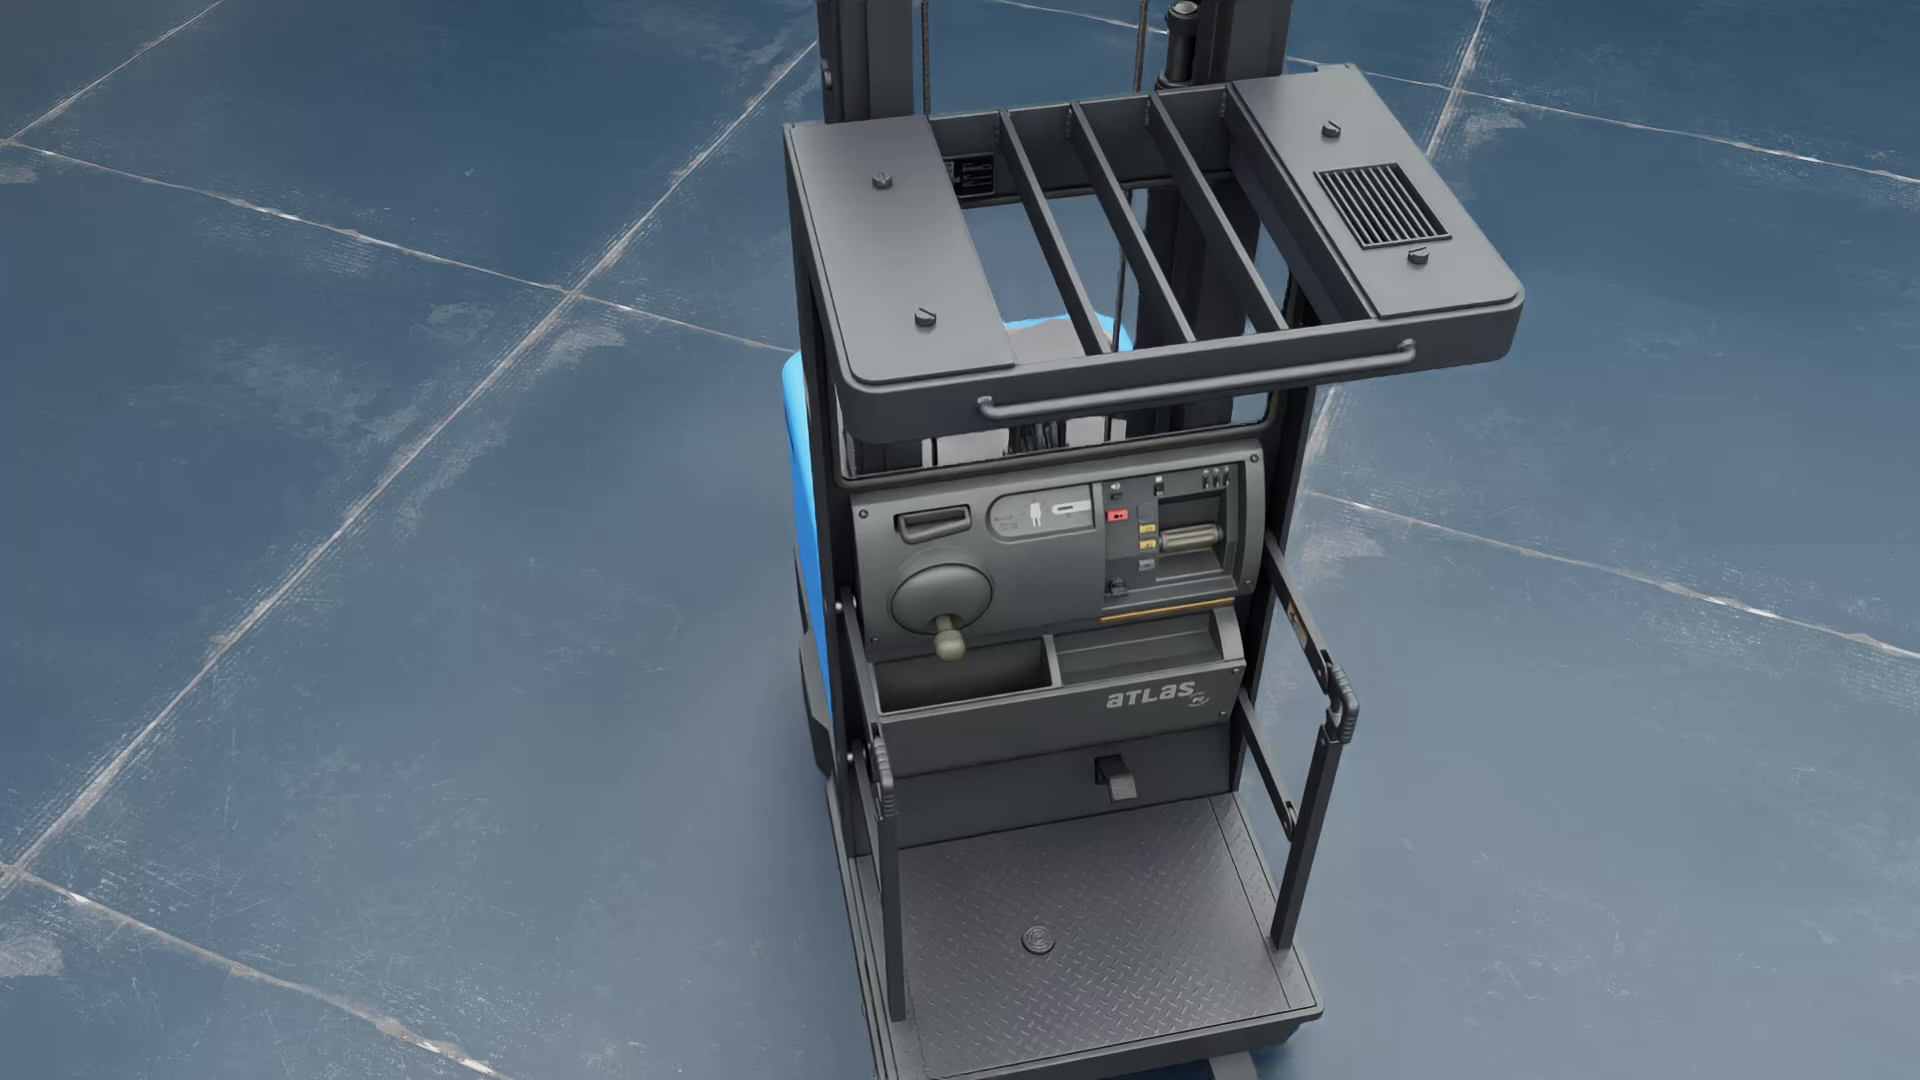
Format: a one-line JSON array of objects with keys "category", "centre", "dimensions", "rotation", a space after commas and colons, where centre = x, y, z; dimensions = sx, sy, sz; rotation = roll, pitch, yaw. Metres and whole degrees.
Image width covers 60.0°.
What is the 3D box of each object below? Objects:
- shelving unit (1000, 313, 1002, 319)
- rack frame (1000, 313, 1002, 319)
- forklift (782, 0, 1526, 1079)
[{"category": "shelving unit", "centre": [-0.013, -0.340, 5.453], "dimensions": [0.210, 0.900, 0.258], "rotation": [16, 47, 16]}, {"category": "rack frame", "centre": [0.081, -0.312, 5.426], "dimensions": [0.006, 0.900, 0.240], "rotation": [16, 47, 16]}, {"category": "forklift", "centre": [0.274, 0.119, 3.552], "dimensions": [1.130, 2.935, 3.031], "rotation": [-8, 45, -8]}]
